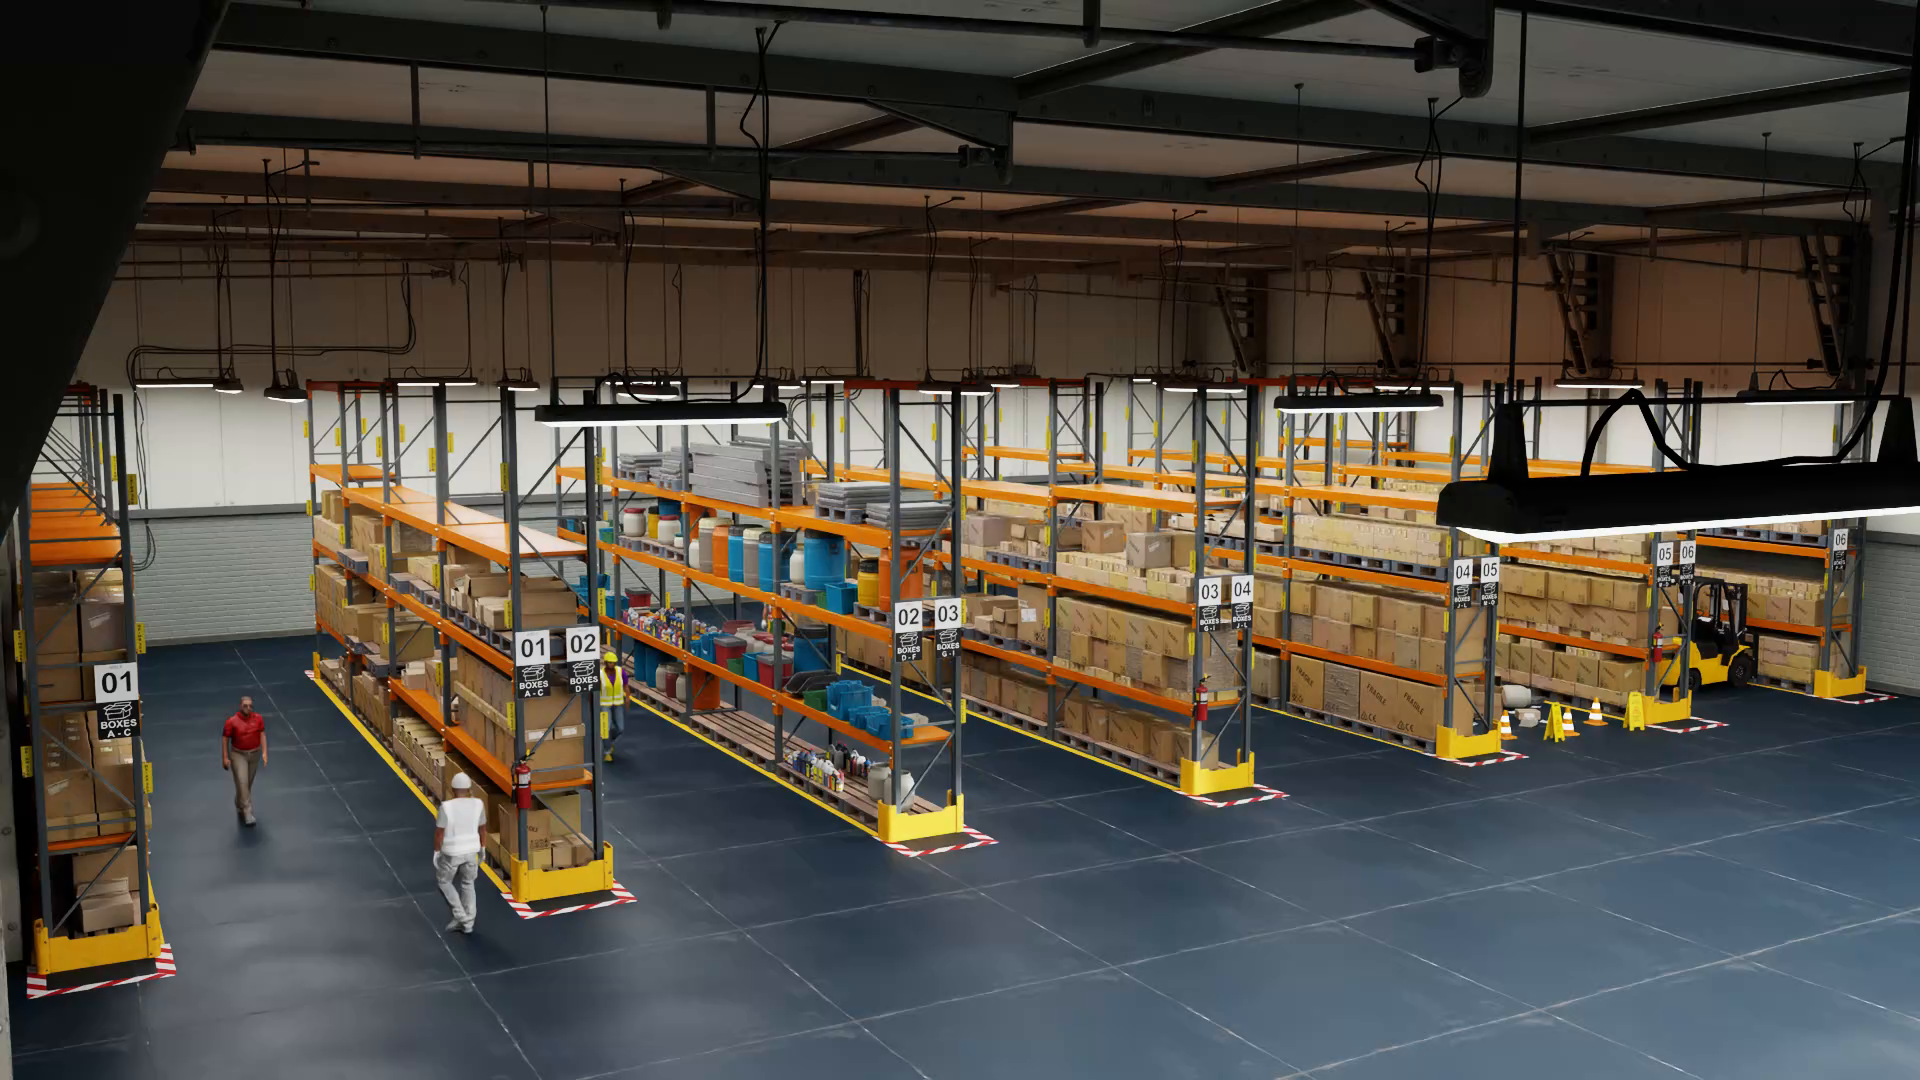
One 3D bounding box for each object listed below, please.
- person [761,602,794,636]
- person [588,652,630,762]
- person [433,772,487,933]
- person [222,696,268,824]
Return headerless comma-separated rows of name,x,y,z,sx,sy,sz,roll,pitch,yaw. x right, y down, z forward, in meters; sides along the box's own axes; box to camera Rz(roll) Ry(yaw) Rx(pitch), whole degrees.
person,-3.833,1.710,35.077,0.632,1.724,1.034,-3,7,-28
person,-5.637,2.641,26.666,0.672,1.742,0.619,-4,7,-30
person,-5.538,3.475,18.464,0.590,1.779,0.471,-5,8,-39
person,-9.914,3.013,23.136,0.938,1.684,0.558,4,7,35
